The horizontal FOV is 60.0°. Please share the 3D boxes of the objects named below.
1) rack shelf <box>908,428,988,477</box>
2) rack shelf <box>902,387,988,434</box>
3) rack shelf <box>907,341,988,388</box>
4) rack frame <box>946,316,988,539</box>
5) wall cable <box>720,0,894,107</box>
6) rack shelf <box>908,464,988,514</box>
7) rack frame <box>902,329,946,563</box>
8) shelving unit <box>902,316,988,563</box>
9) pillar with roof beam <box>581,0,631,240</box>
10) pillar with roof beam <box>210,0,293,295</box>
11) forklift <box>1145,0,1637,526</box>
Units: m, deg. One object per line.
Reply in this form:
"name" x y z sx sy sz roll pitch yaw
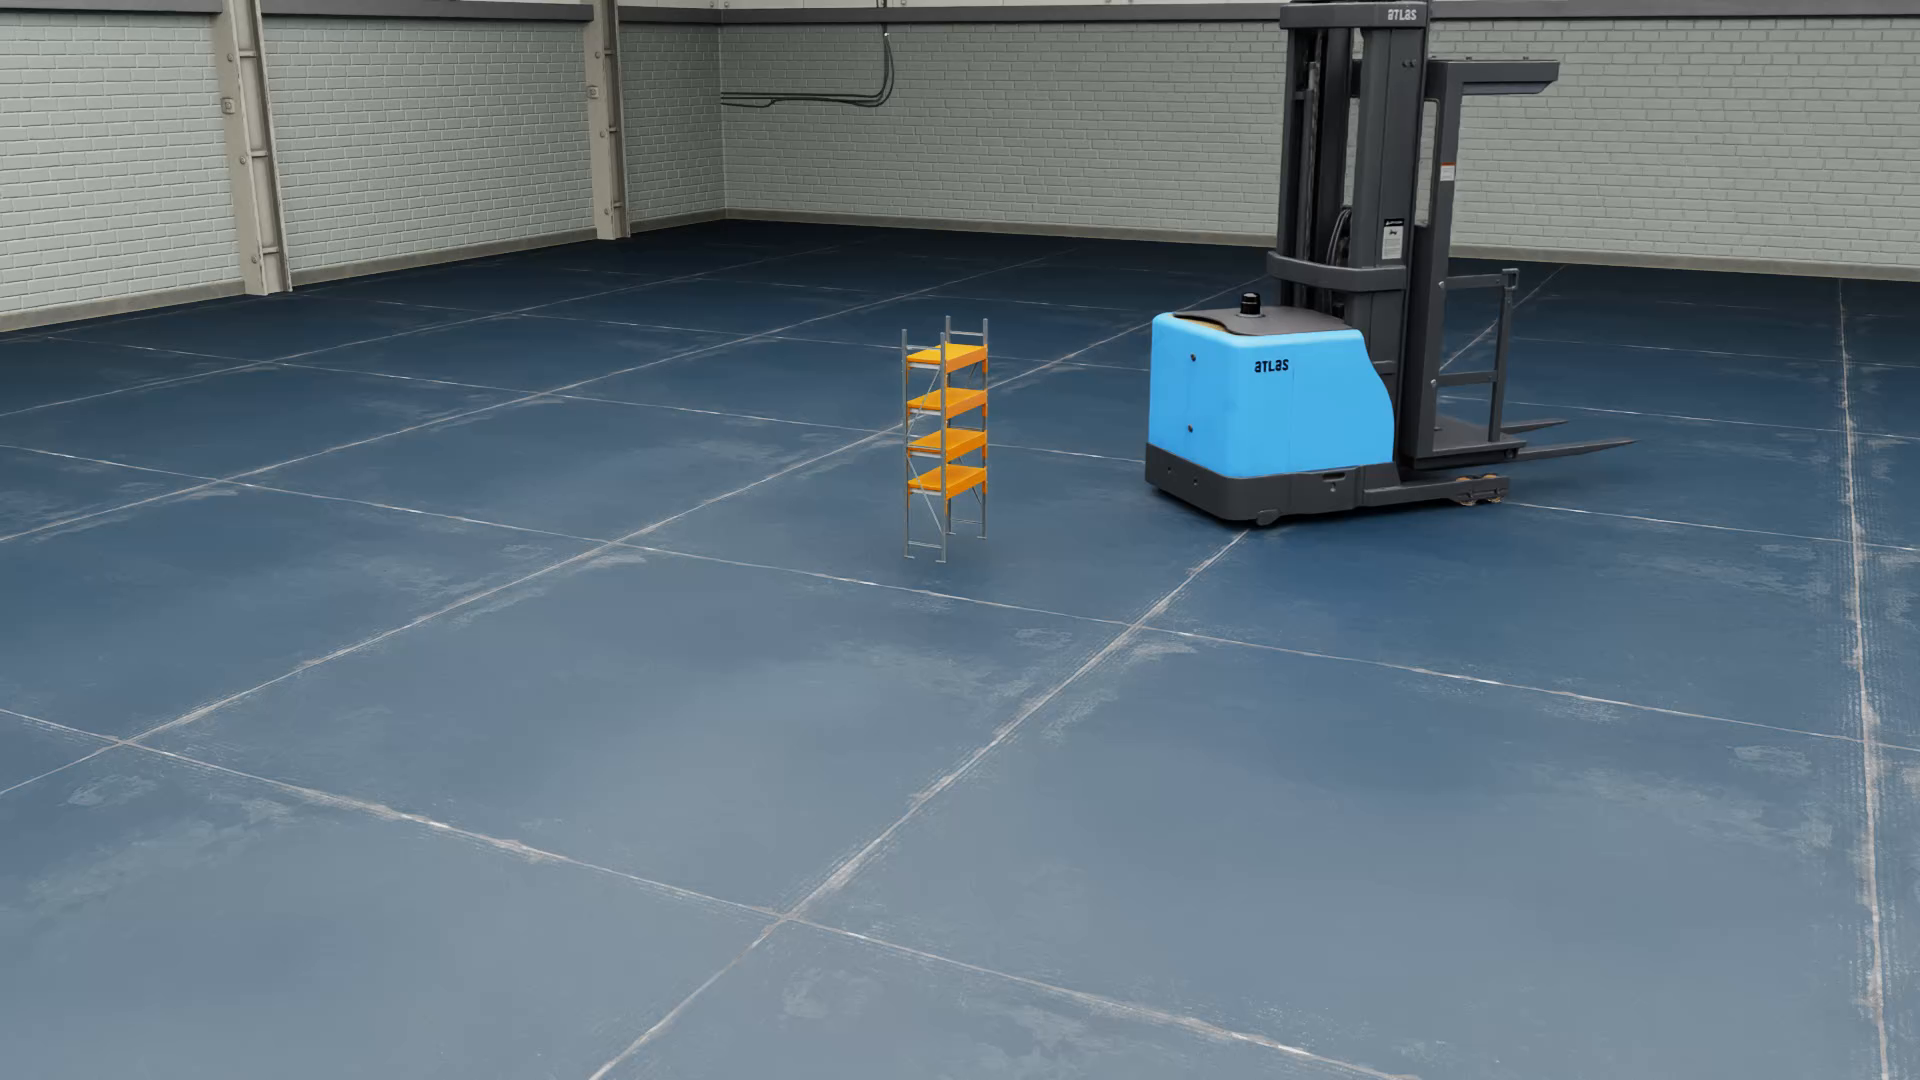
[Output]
"rack shelf" -0.074 -0.469 8.731 0.258 0.148 0.480 8 18 25
"rack shelf" -0.074 -0.683 8.667 0.258 0.148 0.480 8 18 25
"rack shelf" -0.074 -0.910 8.600 0.258 0.148 0.480 8 18 25
"rack frame" 0.035 -0.595 8.921 0.240 1.200 0.015 8 18 25
"wall cable" -2.351 -7.634 24.377 3.097 2.526 0.112 8 18 25
"rack shelf" -0.074 -0.278 8.787 0.258 0.148 0.480 8 18 25
"rack frame" -0.183 -0.471 8.502 0.240 1.200 0.015 8 18 25
"shelving unit" -0.074 -0.533 8.712 0.258 1.200 0.503 8 18 25
"pillar with roof beam" -0.999 -7.993 20.131 9.100 9.000 0.400 8 18 25
"pillar with roof beam" -3.680 -6.465 14.985 9.100 9.000 0.400 8 18 25
"forklift" 2.676 -1.733 9.713 3.031 2.935 1.130 -7 18 -21
